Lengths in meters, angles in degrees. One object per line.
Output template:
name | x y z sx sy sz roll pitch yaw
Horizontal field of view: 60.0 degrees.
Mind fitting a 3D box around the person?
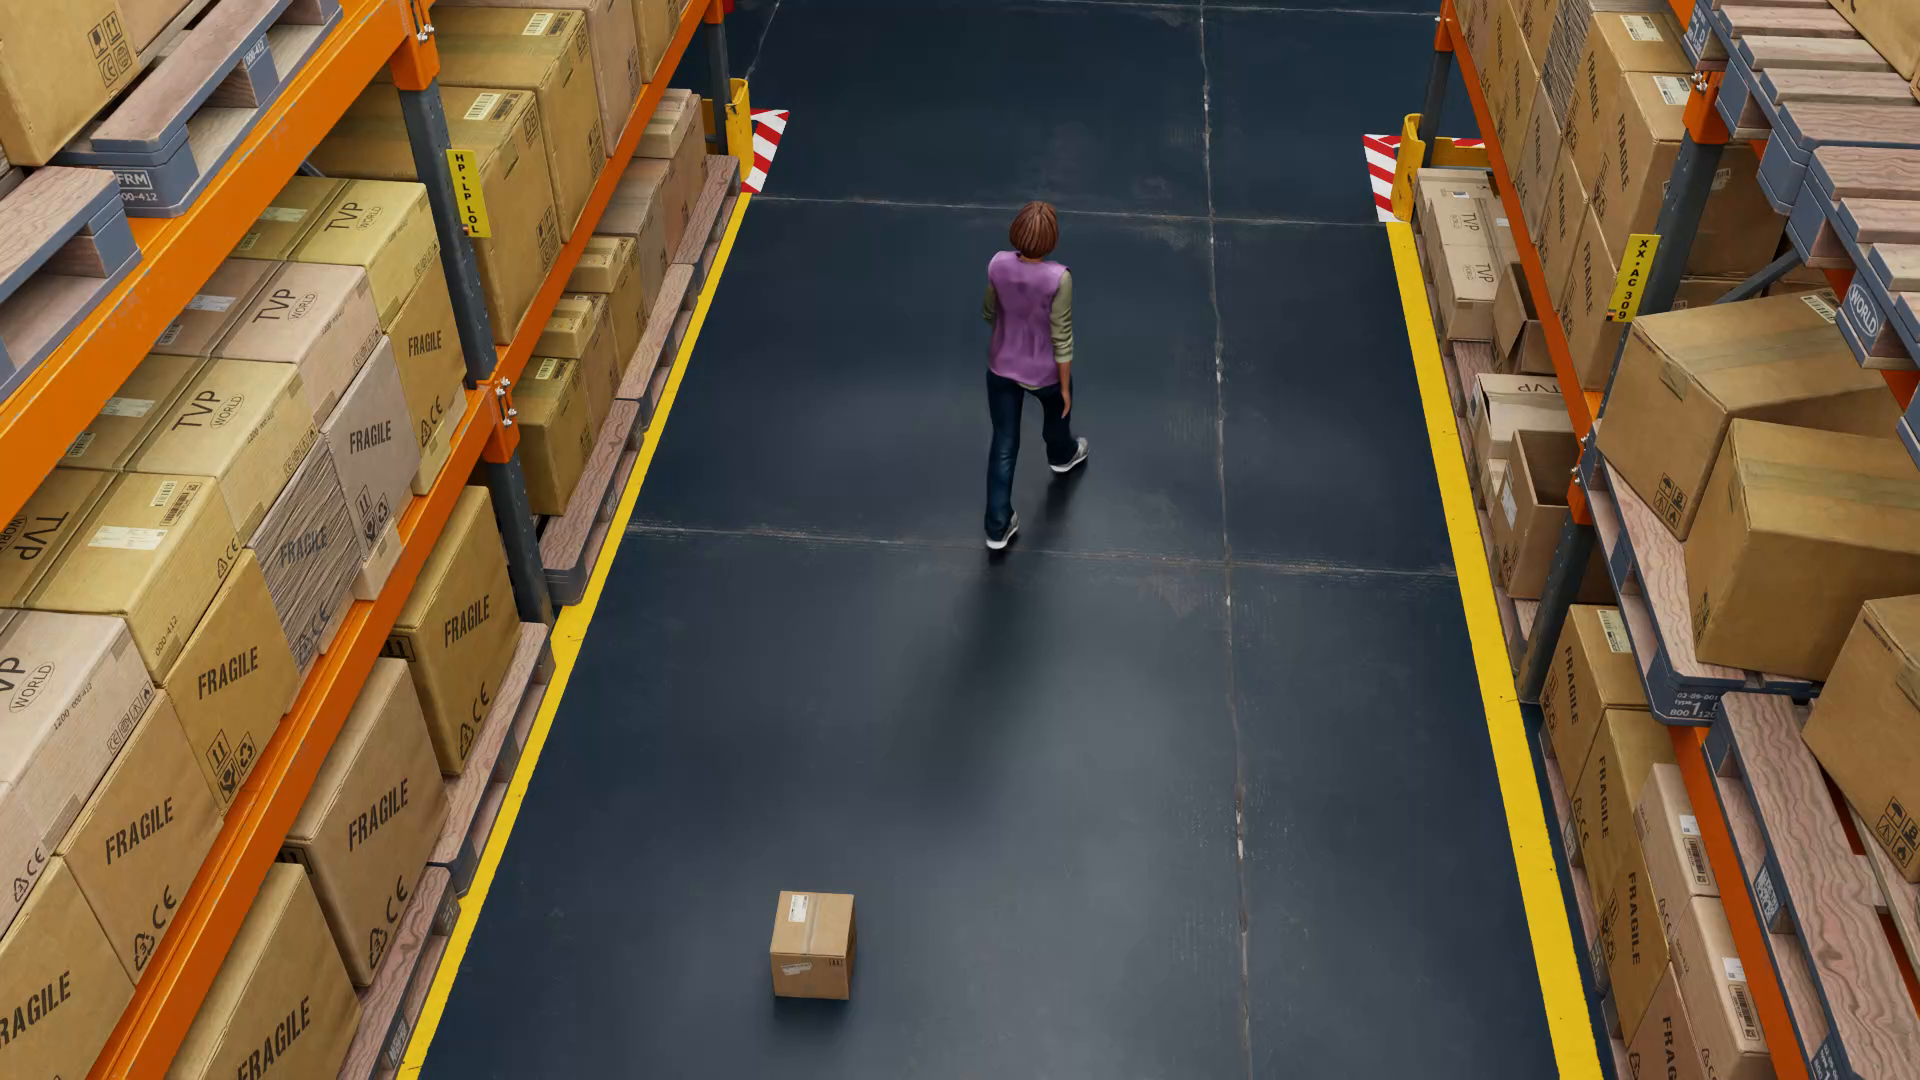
person | 0.309 -0.778 7.064 0.449 1.532 0.909 13 42 15
